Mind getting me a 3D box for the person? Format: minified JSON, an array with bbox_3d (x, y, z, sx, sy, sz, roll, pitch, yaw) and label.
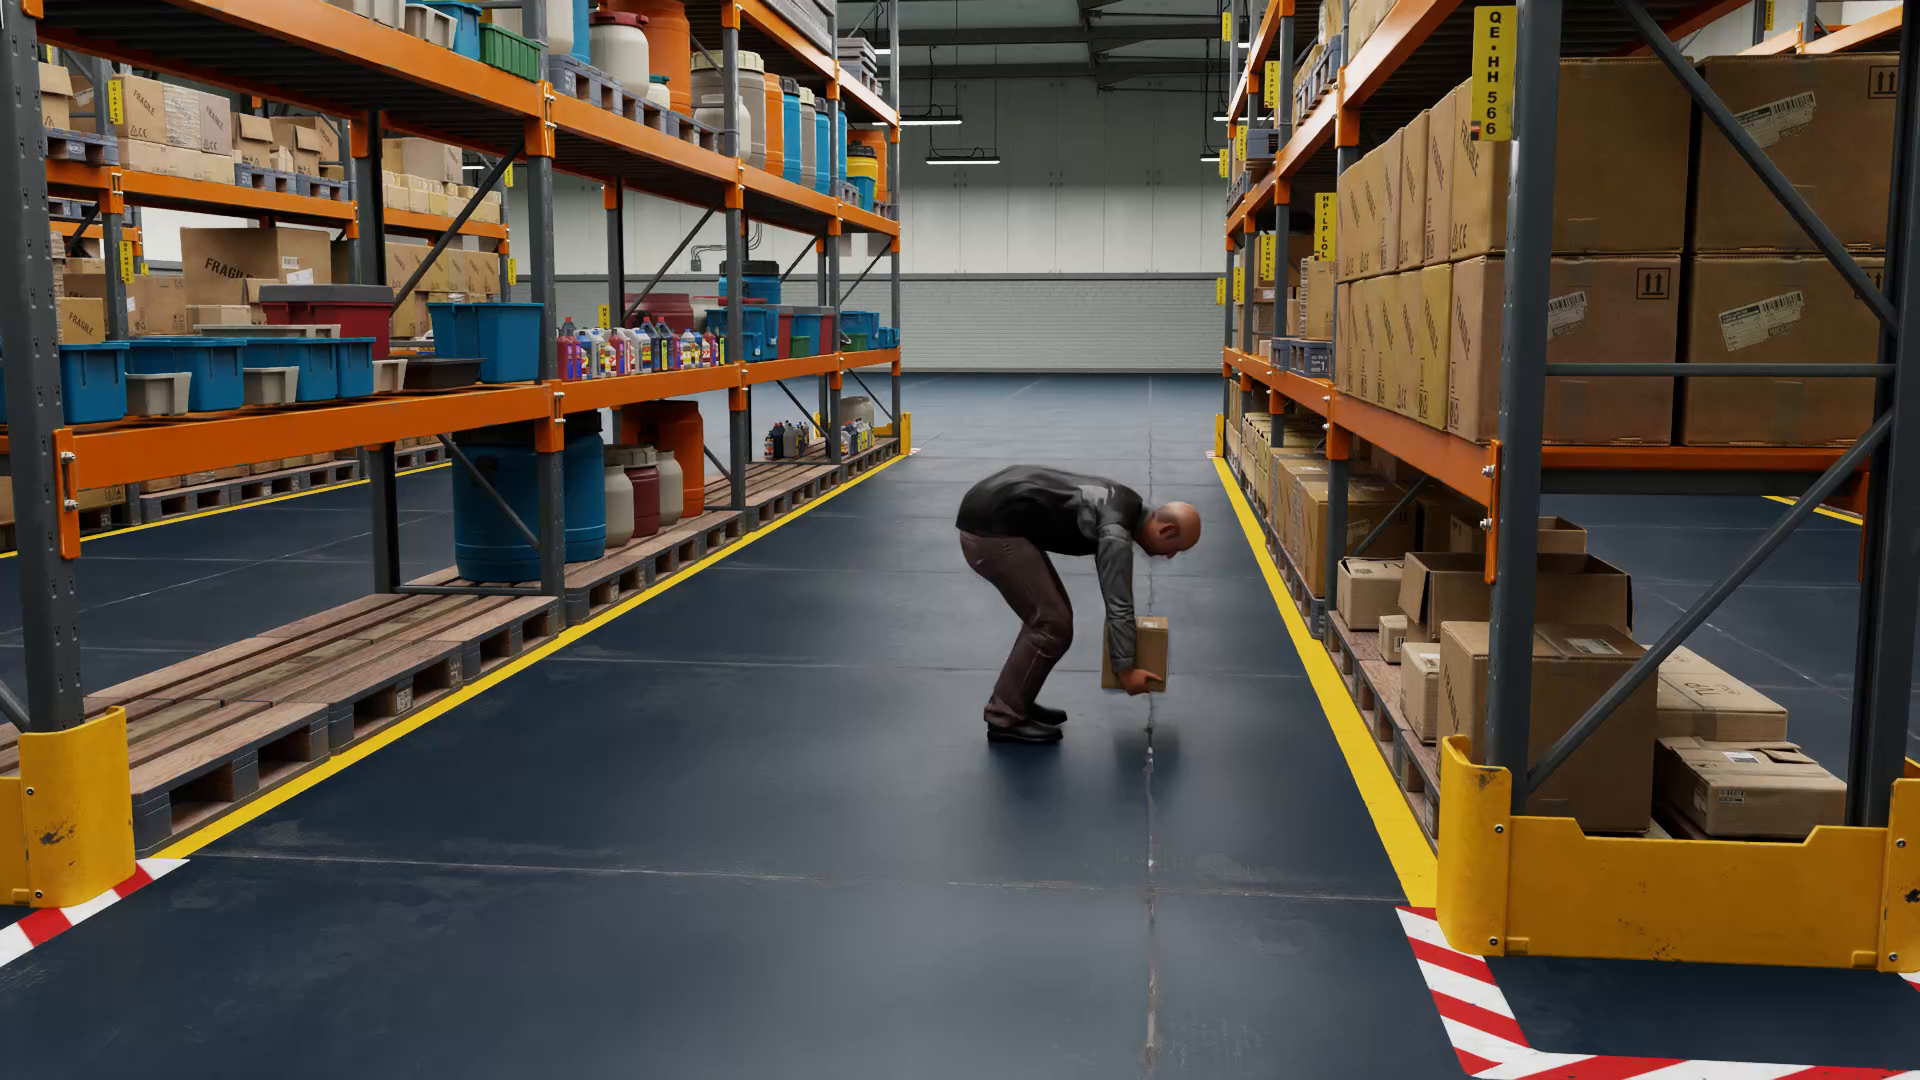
[{"bbox_3d":[0.462,0.236,6.557,0.959,1.077,0.484,1,8,4],"label":"person"}]
